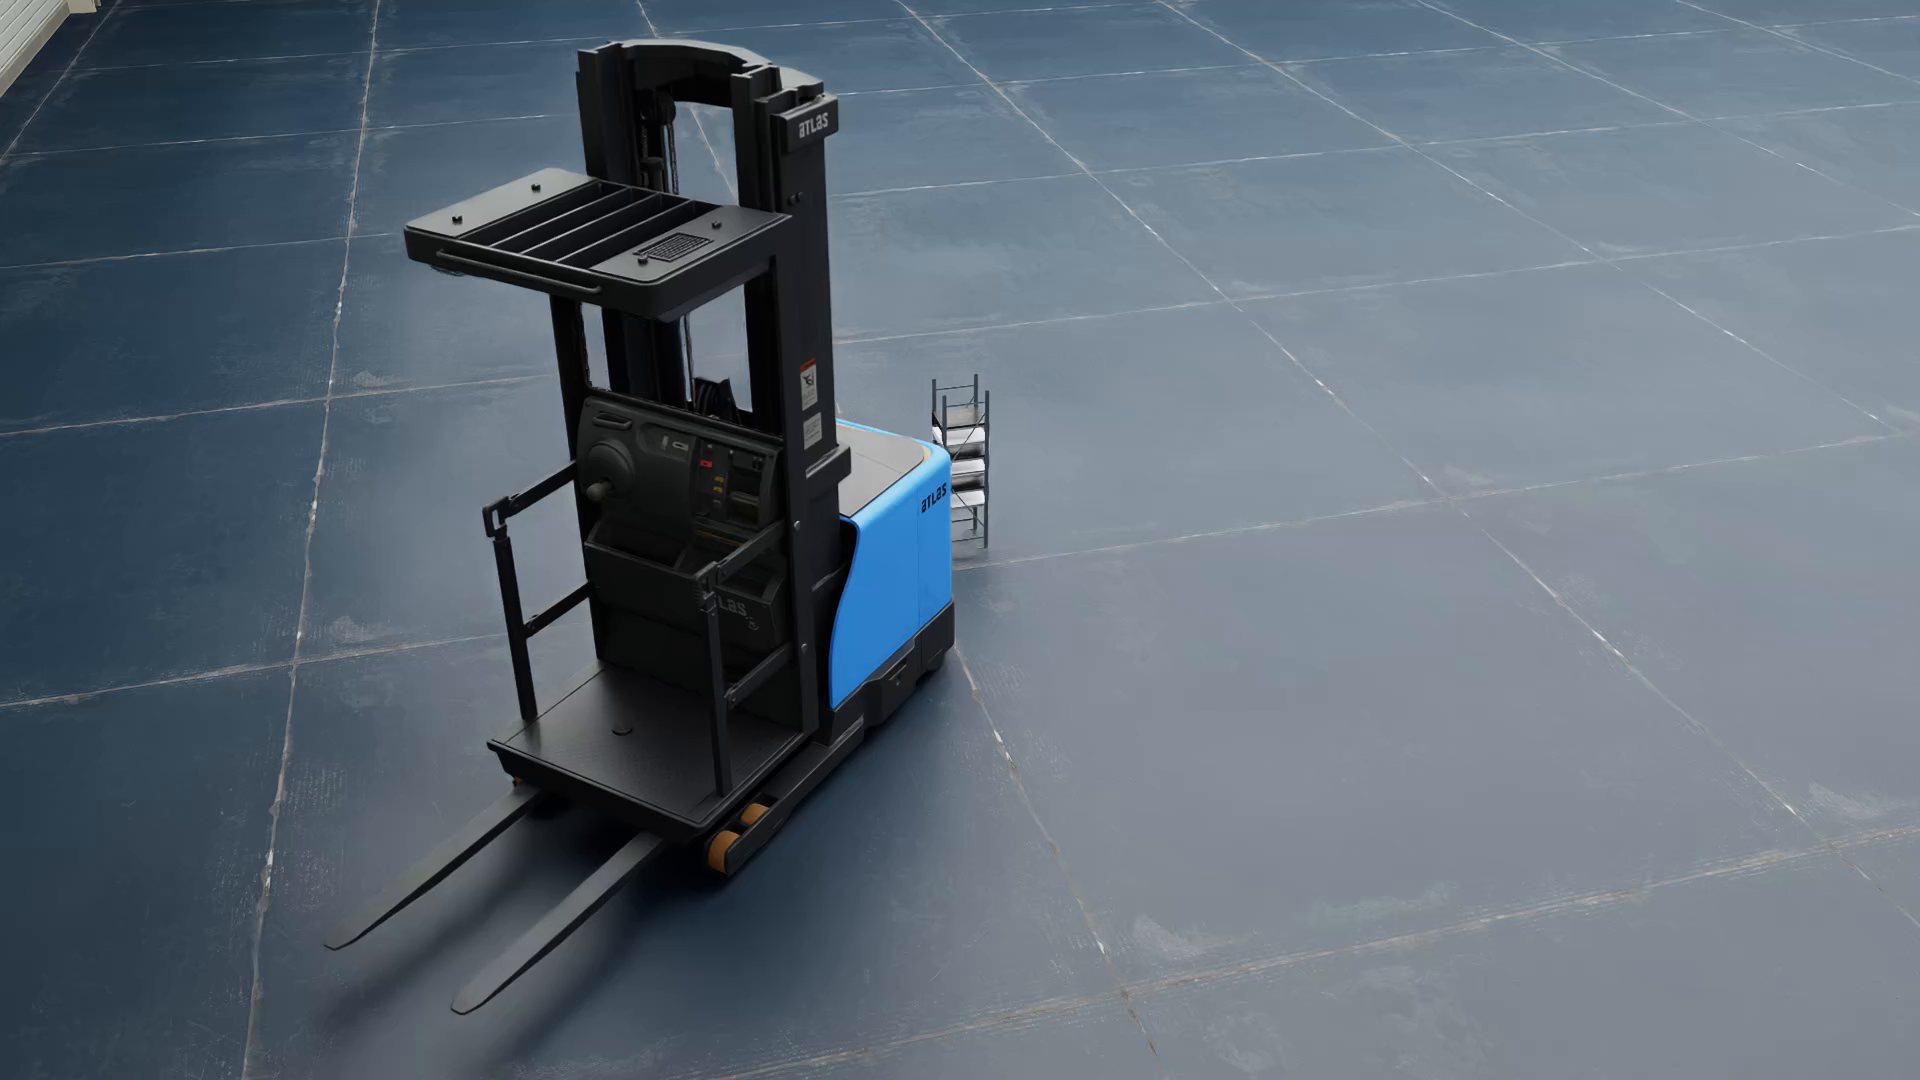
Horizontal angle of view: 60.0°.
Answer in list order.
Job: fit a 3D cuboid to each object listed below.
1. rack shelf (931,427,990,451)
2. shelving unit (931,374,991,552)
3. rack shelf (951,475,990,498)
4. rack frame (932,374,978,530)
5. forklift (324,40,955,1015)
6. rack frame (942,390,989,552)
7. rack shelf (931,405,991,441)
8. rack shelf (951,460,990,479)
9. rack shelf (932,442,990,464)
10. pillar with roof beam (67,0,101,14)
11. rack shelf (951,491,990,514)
[{"bbox_3d":[0.002,-0.512,8.444,0.258,0.077,0.200,-8,31,-13],"label":"rack shelf"},{"bbox_3d":[0.002,-0.386,8.518,0.258,0.900,0.210,-8,31,-13],"label":"shelving unit"},{"bbox_3d":[0.002,-0.279,8.580,0.258,0.077,0.200,-8,31,-13],"label":"rack shelf"},{"bbox_3d":[-0.025,-0.435,8.603,0.240,0.900,0.006,-8,31,-13],"label":"rack frame"},{"bbox_3d":[-1.197,-0.228,6.218,1.130,2.935,3.031,16,34,26],"label":"forklift"},{"bbox_3d":[0.029,-0.336,8.433,0.240,0.900,0.006,-8,31,-13],"label":"rack frame"},{"bbox_3d":[0.002,-0.590,8.399,0.258,0.077,0.200,-8,31,-13],"label":"rack shelf"},{"bbox_3d":[0.002,-0.357,8.534,0.258,0.077,0.200,-8,31,-13],"label":"rack shelf"},{"bbox_3d":[0.002,-0.435,8.489,0.258,0.077,0.200,-8,31,-13],"label":"rack shelf"},{"bbox_3d":[-6.126,-10.695,18.245,9.100,9.000,0.400,-8,31,-13],"label":"pillar with roof beam"},{"bbox_3d":[0.002,-0.201,8.625,0.258,0.077,0.200,-8,31,-13],"label":"rack shelf"}]
